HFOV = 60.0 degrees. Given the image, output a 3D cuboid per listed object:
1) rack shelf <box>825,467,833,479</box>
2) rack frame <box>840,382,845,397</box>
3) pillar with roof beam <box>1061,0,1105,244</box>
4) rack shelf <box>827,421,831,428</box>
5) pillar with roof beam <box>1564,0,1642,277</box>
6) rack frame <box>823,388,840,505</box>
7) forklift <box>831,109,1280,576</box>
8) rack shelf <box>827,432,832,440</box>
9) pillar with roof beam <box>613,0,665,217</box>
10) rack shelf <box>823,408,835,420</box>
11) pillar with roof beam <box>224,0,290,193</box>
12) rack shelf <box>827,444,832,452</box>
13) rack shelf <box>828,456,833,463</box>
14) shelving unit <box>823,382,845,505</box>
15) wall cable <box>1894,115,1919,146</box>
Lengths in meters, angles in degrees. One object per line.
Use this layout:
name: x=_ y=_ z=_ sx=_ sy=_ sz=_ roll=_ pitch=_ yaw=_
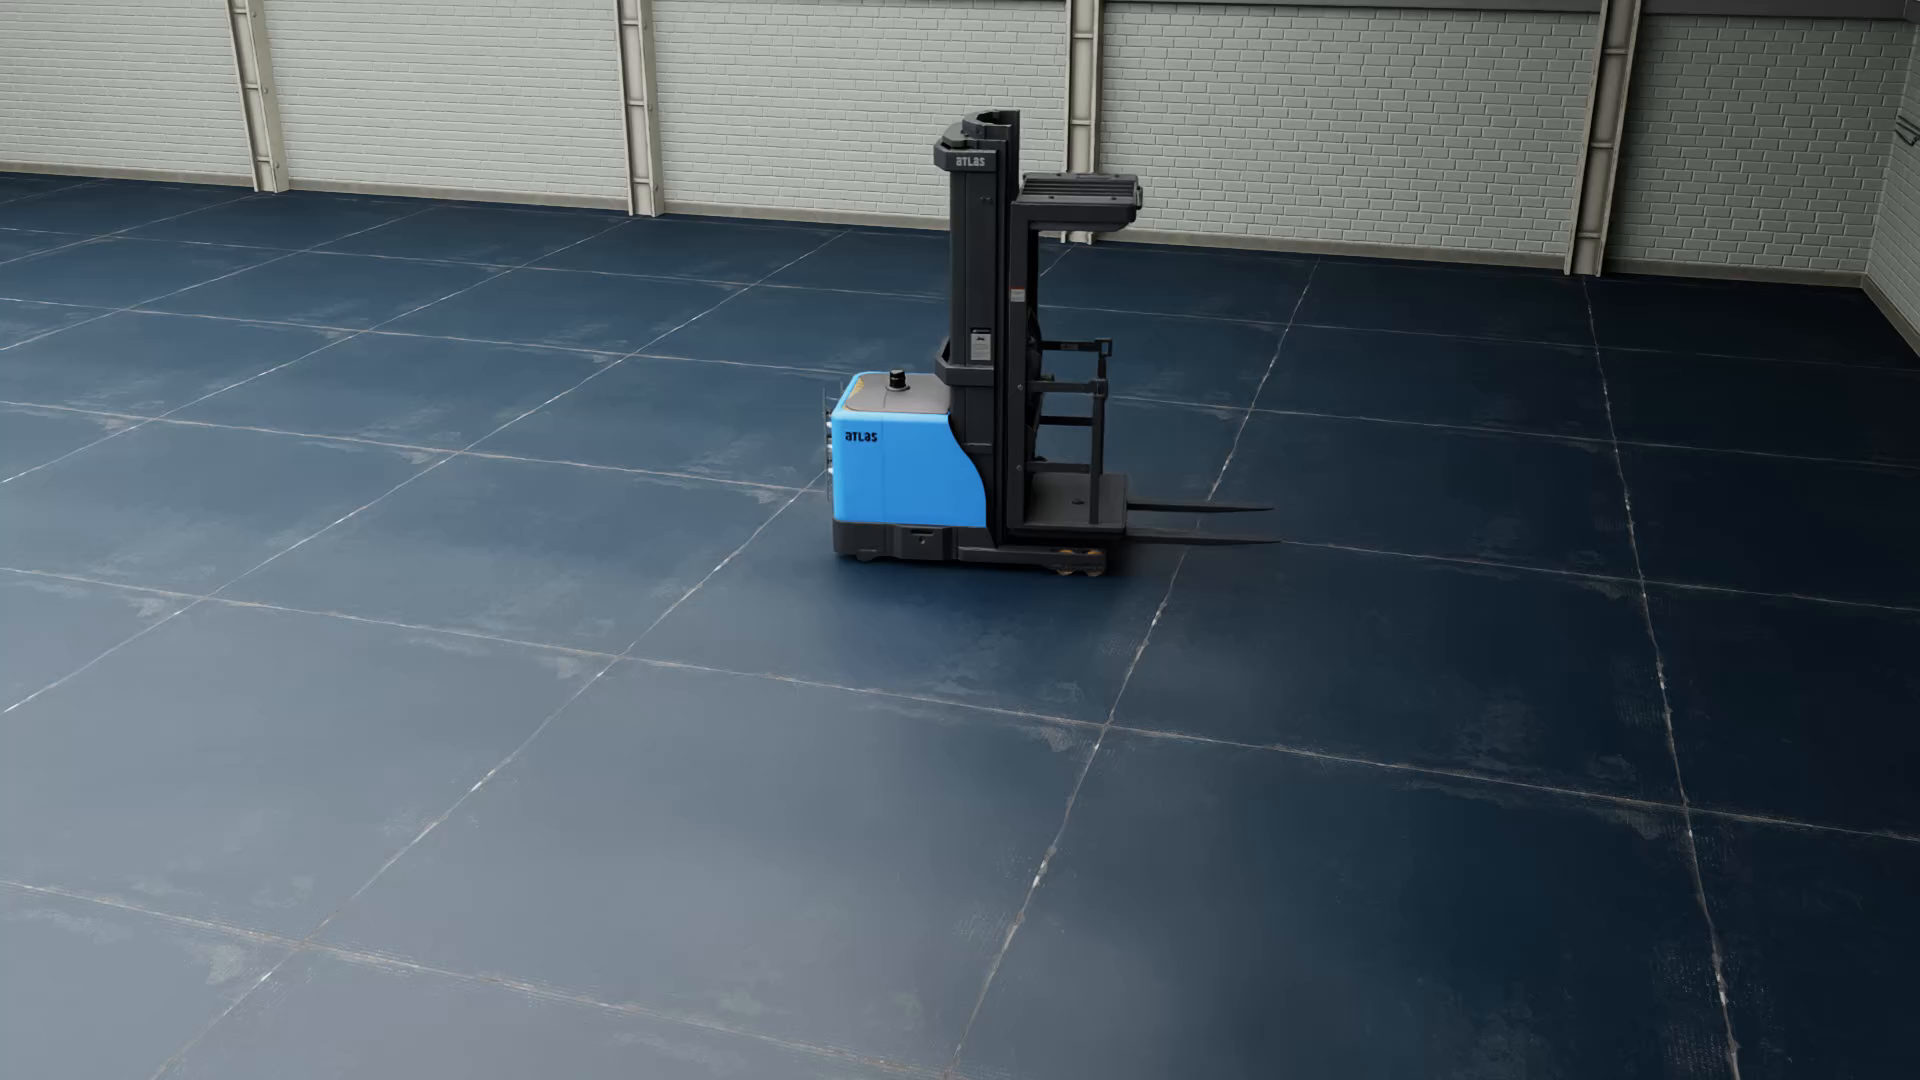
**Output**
rack shelf: x=-0.839 y=-0.494 z=12.351 sx=0.258 sy=0.077 sz=0.200 roll=15 pitch=27 yaw=32
rack frame: x=-0.781 y=-0.723 z=12.347 sx=0.240 sy=0.900 sz=0.006 roll=15 pitch=27 yaw=32
pillar with roof beam: x=0.257 y=-6.370 z=15.443 sx=0.400 sy=9.000 sz=9.100 roll=7 pitch=23 yaw=16
rack shelf: x=-0.839 y=-0.827 z=12.214 sx=0.258 sy=0.077 sz=0.200 roll=15 pitch=27 yaw=32
pillar with roof beam: x=6.001 y=-5.713 z=13.839 sx=0.400 sy=9.000 sz=9.100 roll=7 pitch=23 yaw=16
rack frame: x=-0.897 y=-0.660 z=12.193 sx=0.240 sy=0.900 sz=0.006 roll=15 pitch=27 yaw=32
forklift: x=0.681 y=-1.328 z=11.146 sx=3.031 sy=2.935 sz=1.130 roll=2 pitch=22 yaw=6
rack shelf: x=-0.839 y=-0.744 z=12.248 sx=0.258 sy=0.077 sz=0.200 roll=15 pitch=27 yaw=32
pillar with roof beam: x=-5.488 y=-7.028 z=17.046 sx=0.400 sy=9.000 sz=9.100 roll=7 pitch=23 yaw=16
rack shelf: x=-0.839 y=-0.910 z=12.180 sx=0.258 sy=0.077 sz=0.200 roll=15 pitch=27 yaw=32
pillar with roof beam: x=-11.232 y=-7.686 z=18.650 sx=0.400 sy=9.000 sz=9.100 roll=7 pitch=23 yaw=16
rack shelf: x=-0.839 y=-0.661 z=12.283 sx=0.258 sy=0.077 sz=0.200 roll=15 pitch=27 yaw=32
rack shelf: x=-0.839 y=-0.577 z=12.317 sx=0.258 sy=0.077 sz=0.200 roll=15 pitch=27 yaw=32
shelving unit: x=-0.839 y=-0.691 z=12.270 sx=0.258 sy=0.900 sz=0.210 roll=15 pitch=27 yaw=32
wall cable: x=9.683 y=-5.037 z=16.283 sx=0.112 sy=2.526 sz=3.097 roll=7 pitch=23 yaw=16
